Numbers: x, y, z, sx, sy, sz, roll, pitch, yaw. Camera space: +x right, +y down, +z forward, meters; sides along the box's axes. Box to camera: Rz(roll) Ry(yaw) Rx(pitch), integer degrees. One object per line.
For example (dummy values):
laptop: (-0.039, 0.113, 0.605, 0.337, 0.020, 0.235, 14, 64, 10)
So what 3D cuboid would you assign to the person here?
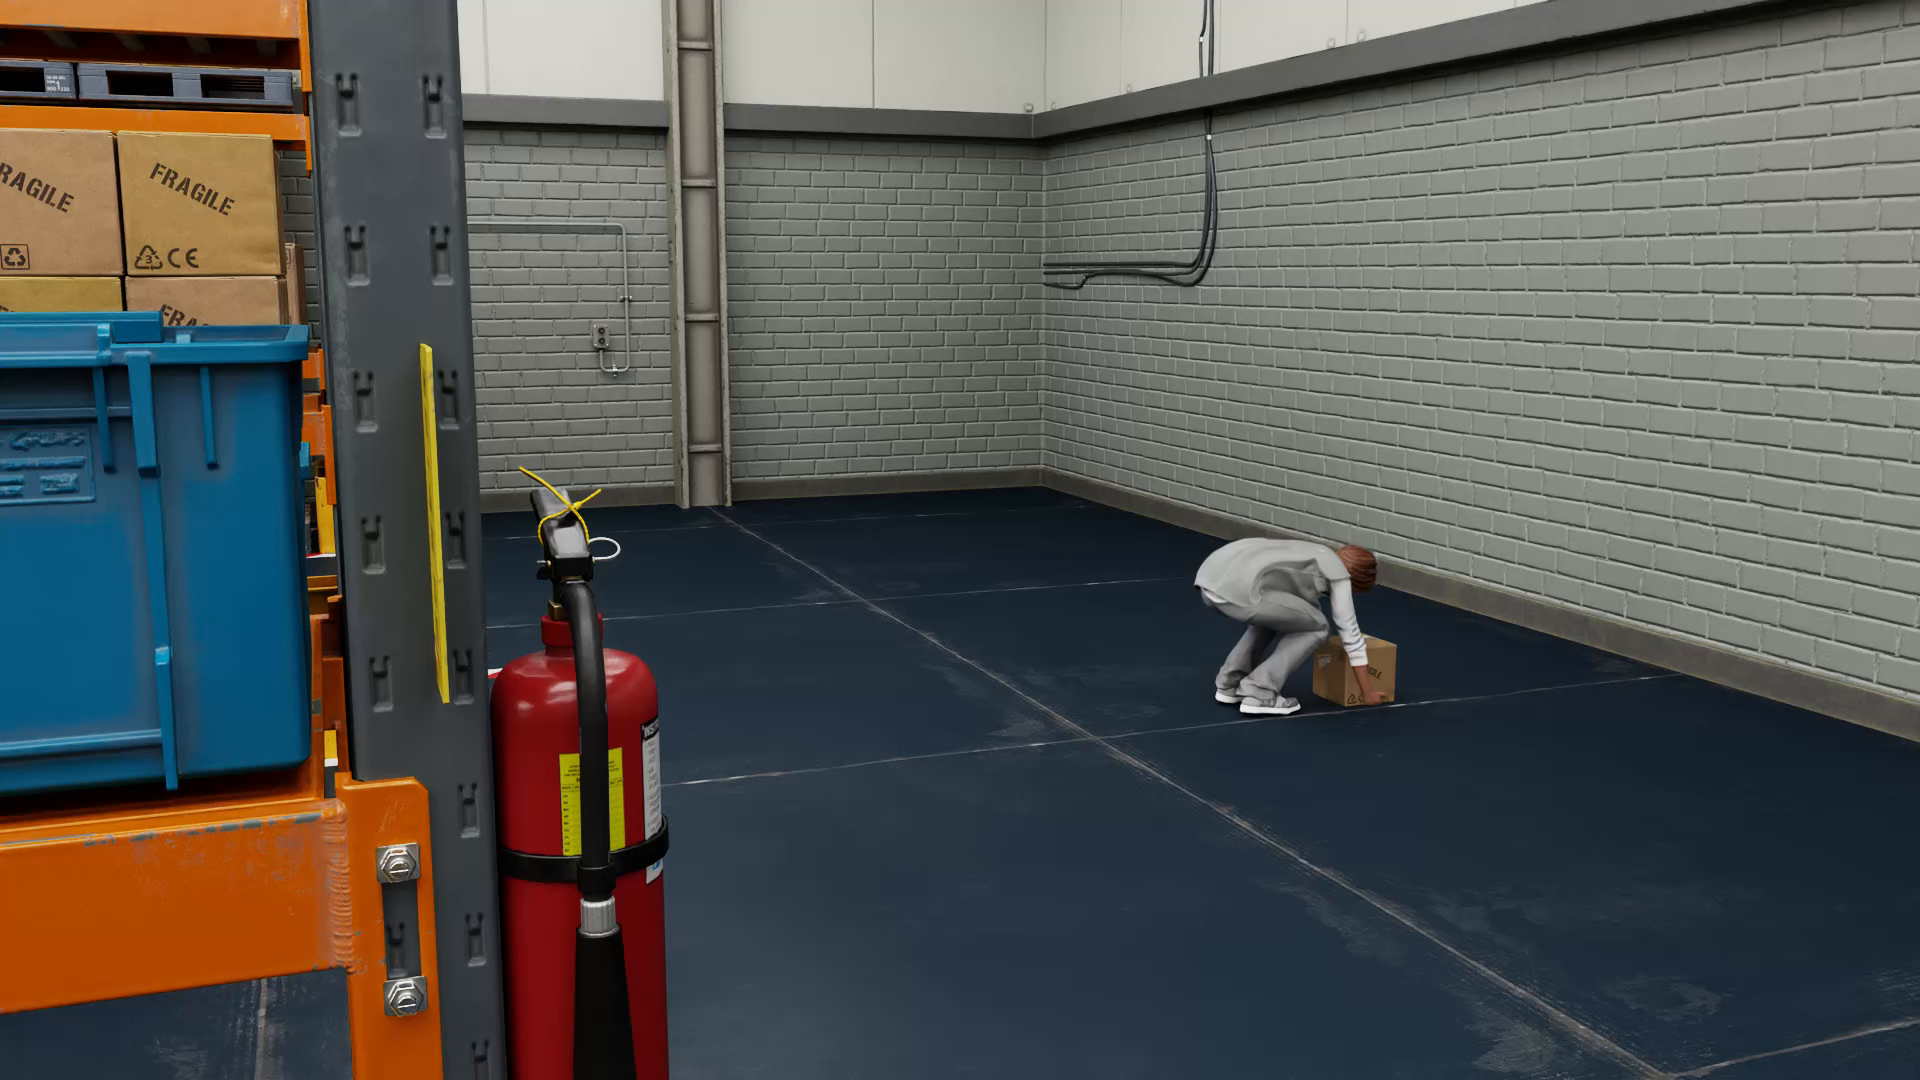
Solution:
person: (1.223, -0.079, 6.894, 0.343, 1.593, 0.464, -4, 10, -23)
